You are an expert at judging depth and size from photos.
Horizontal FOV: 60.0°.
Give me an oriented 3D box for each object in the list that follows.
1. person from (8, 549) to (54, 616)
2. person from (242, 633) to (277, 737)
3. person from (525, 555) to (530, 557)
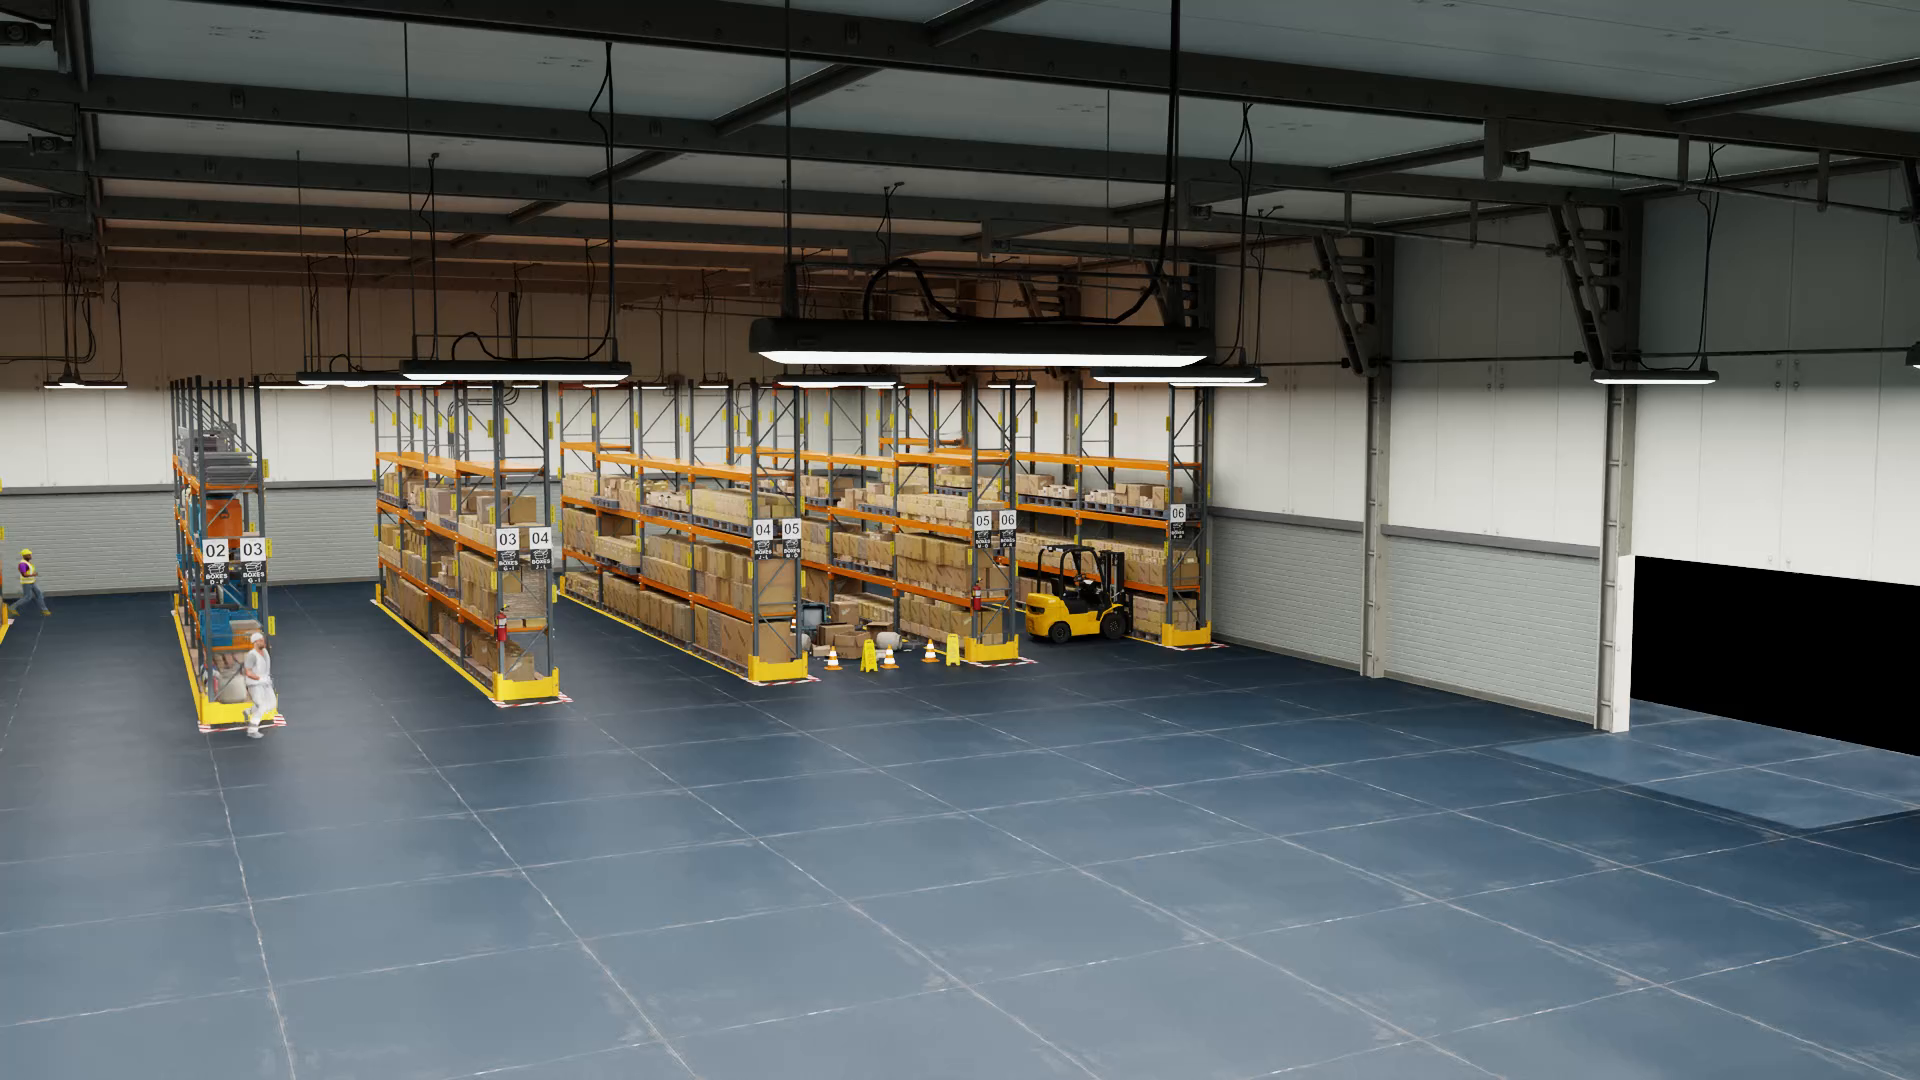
[{"bbox_3d":[-23.629,1.098,42.184,0.990,1.746,0.720,-1,5,-16],"label":"person"},{"bbox_3d":[-11.657,2.403,27.662,0.668,1.743,0.691,1,5,9],"label":"person"},{"bbox_3d":[-12.395,0.725,46.878,0.642,1.683,0.815,2,5,21],"label":"person"}]
